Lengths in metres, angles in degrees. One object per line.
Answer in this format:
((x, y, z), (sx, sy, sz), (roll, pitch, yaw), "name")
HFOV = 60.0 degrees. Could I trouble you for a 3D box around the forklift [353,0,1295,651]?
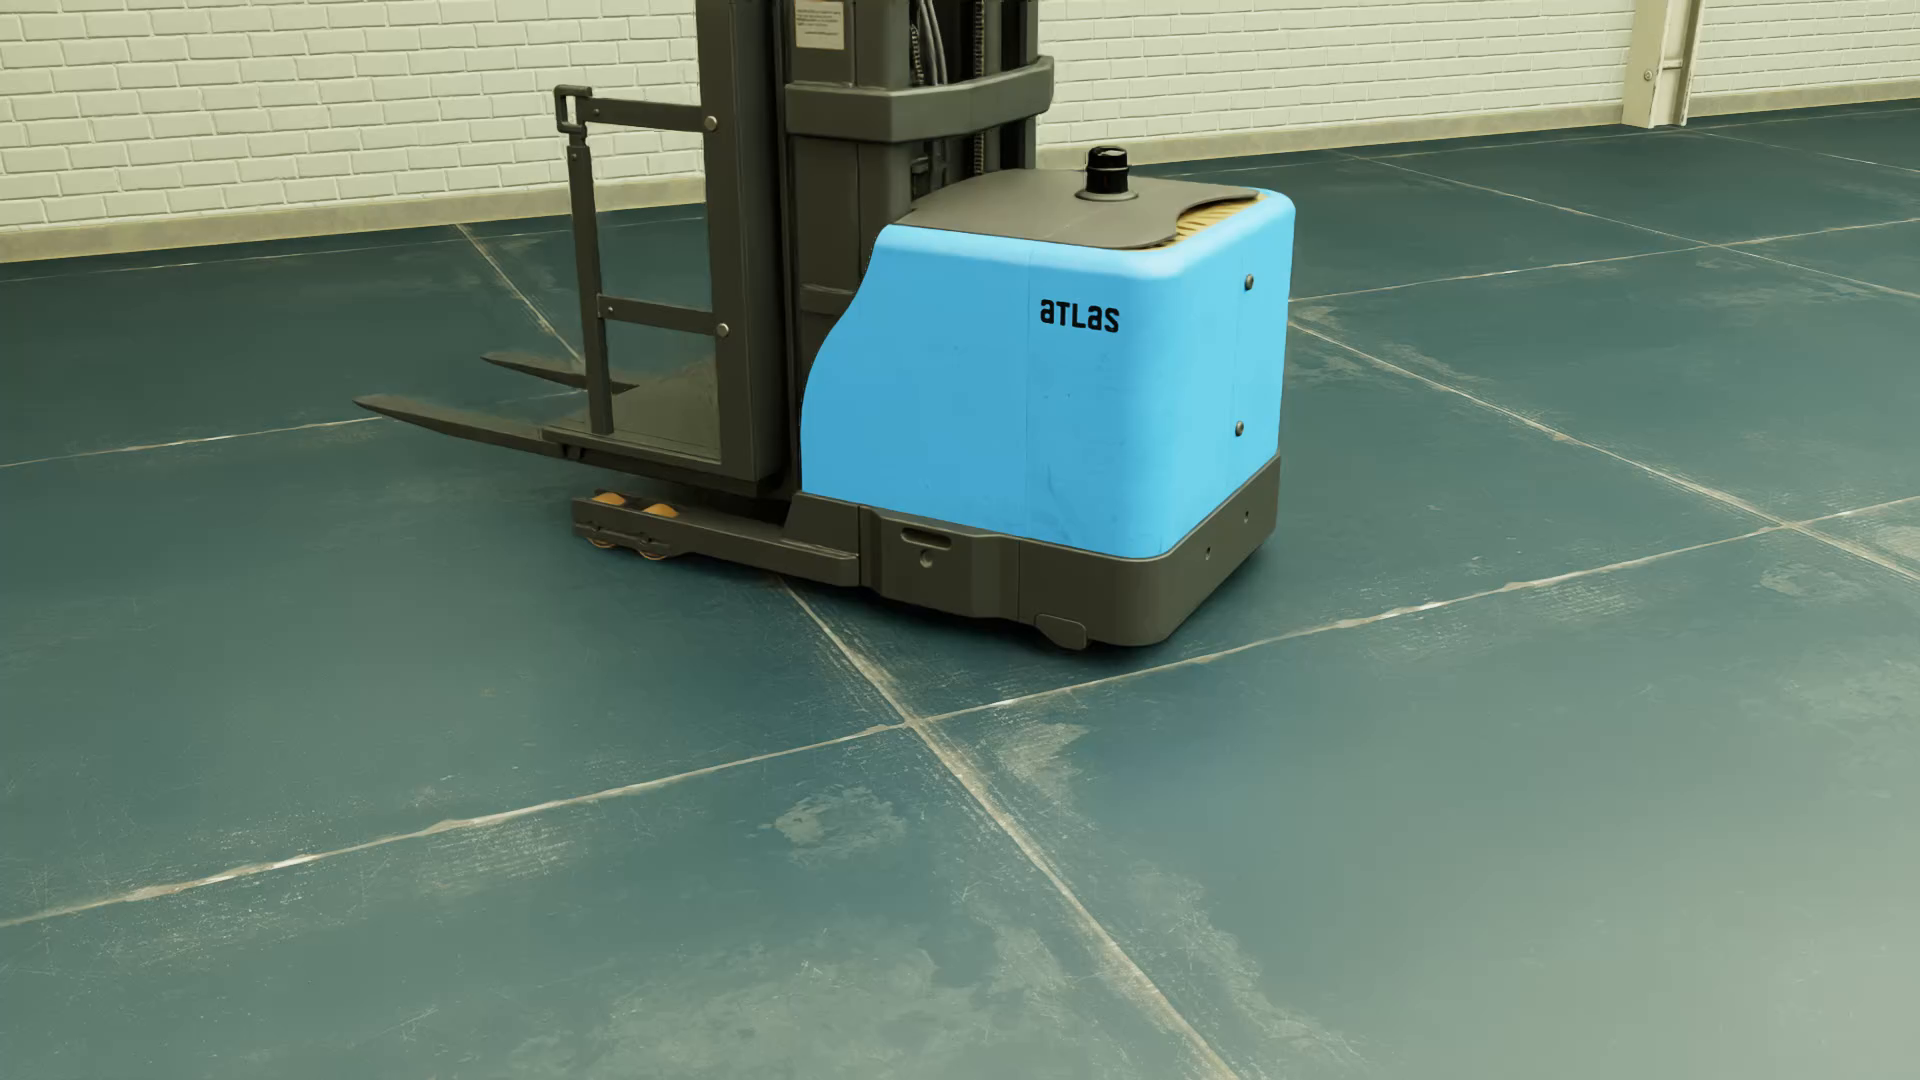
((-0.588, -1.455, 4.790), (3.031, 2.935, 1.130), (12, 25, 26), "forklift")
